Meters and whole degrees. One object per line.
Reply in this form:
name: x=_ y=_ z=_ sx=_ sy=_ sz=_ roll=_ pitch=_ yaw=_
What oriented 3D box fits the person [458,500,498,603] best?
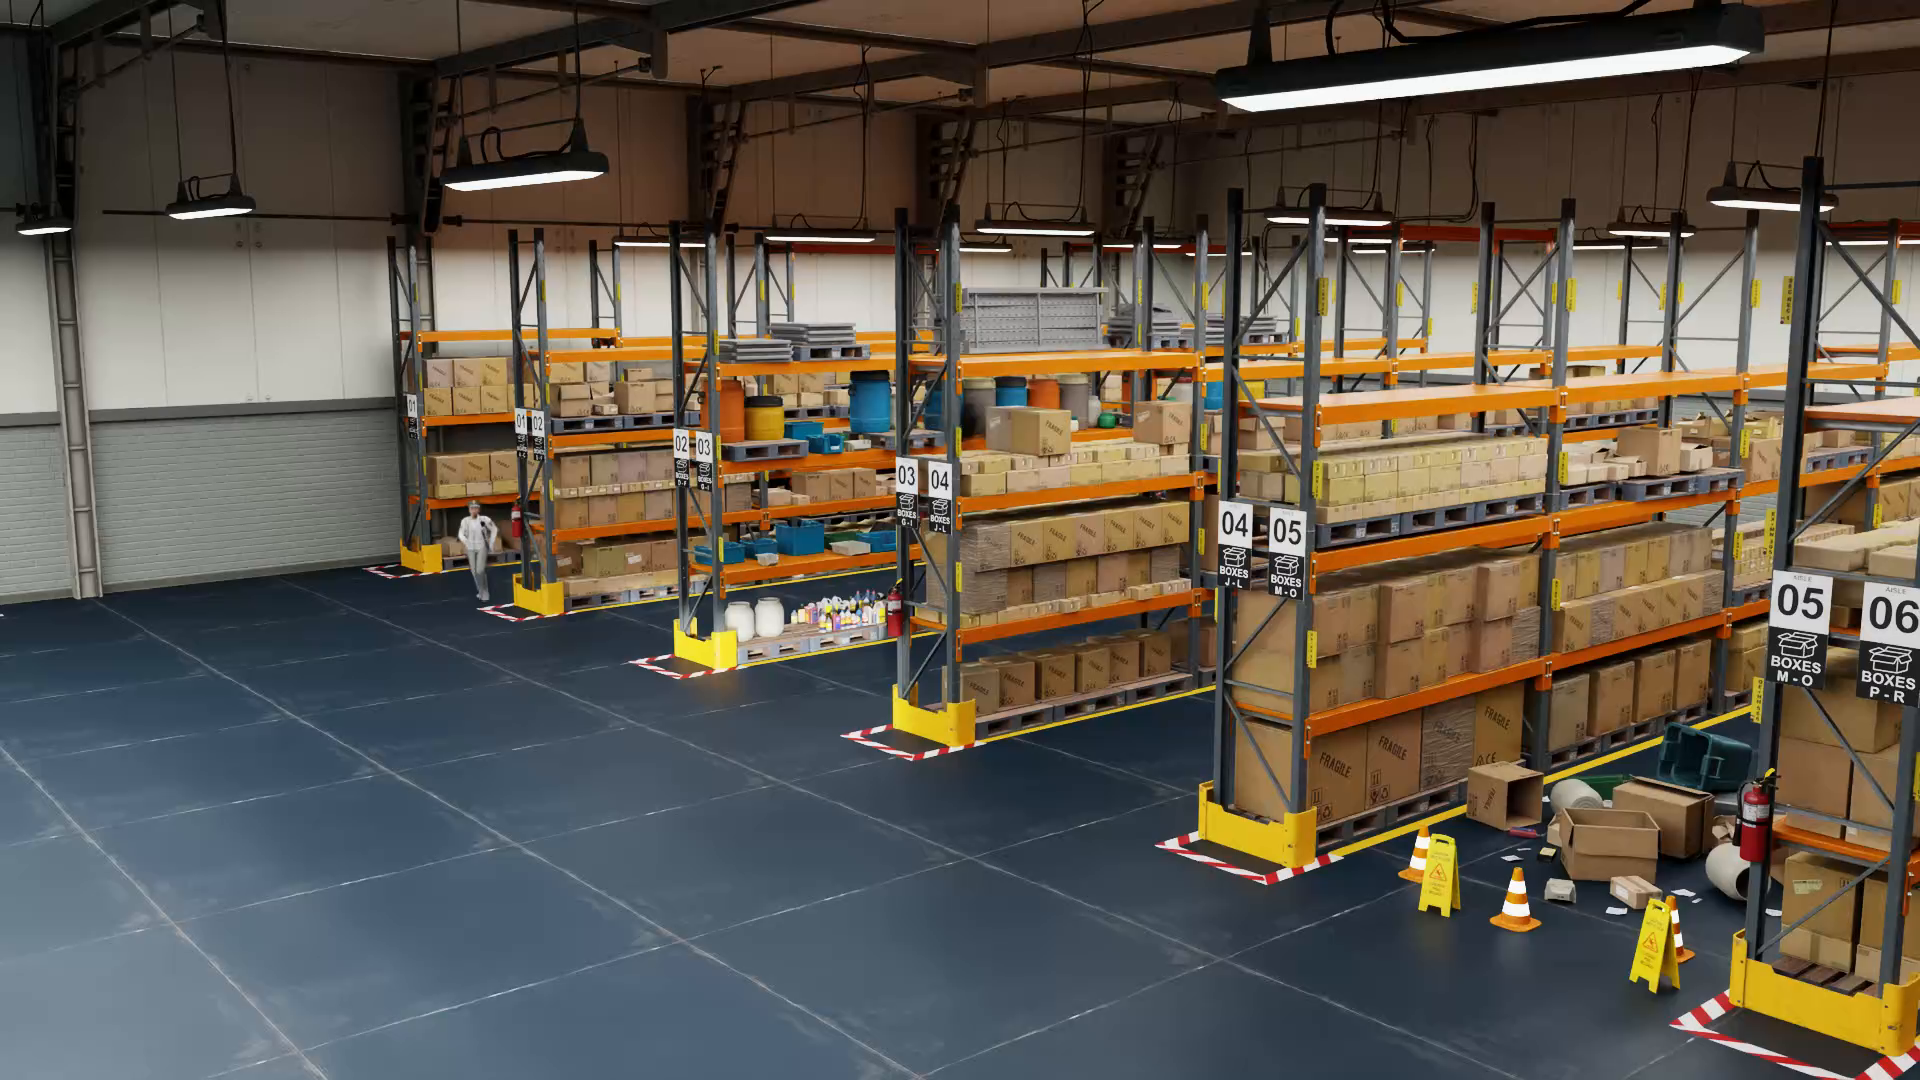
person: x=-7.893 y=0.183 z=27.153 sx=0.562 sy=1.704 sz=0.693 roll=1 pitch=9 yaw=3
